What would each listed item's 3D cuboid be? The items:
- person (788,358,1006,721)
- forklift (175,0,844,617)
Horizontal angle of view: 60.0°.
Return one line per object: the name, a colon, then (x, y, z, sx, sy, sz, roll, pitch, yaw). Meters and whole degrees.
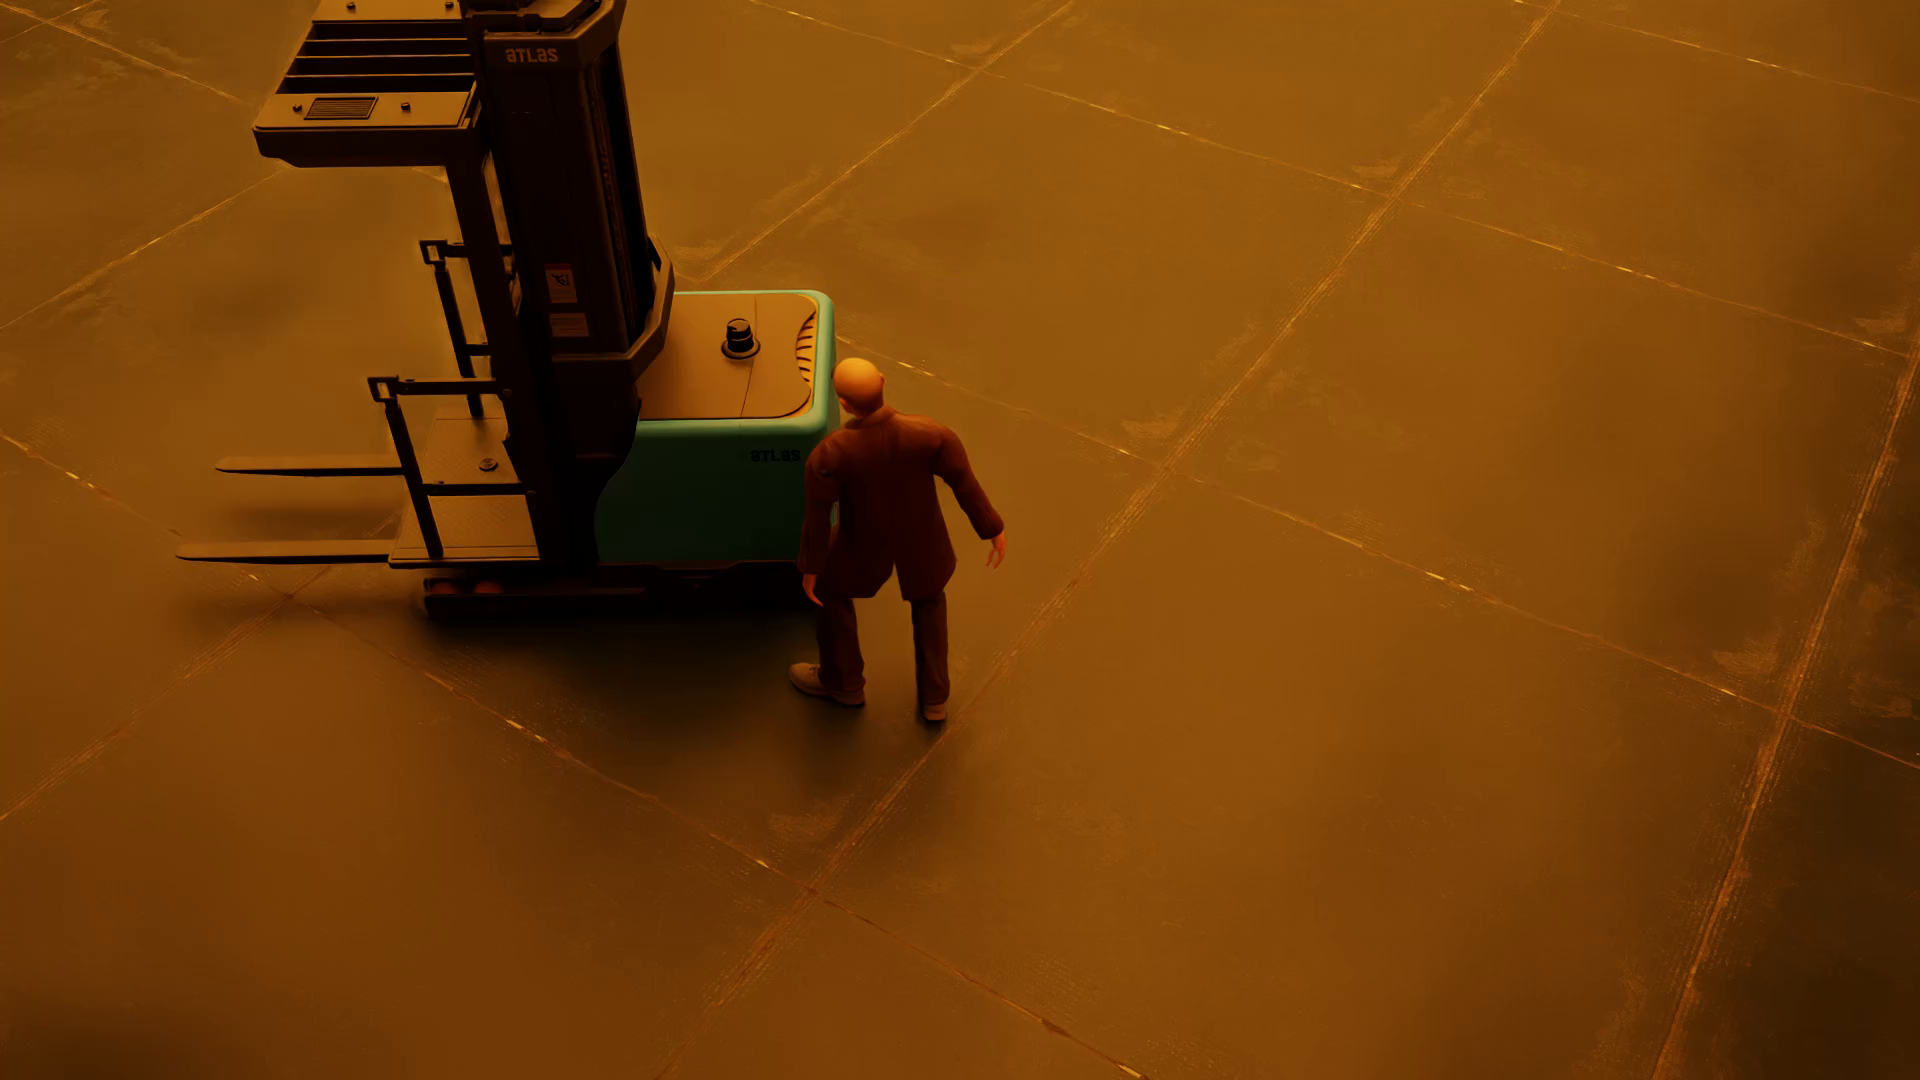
person: (-0.281, 0.027, 6.730, 0.932, 1.749, 0.529, -4, 44, -5)
forklift: (-2.073, -1.083, 6.991, 3.031, 2.935, 1.130, -1, 43, -1)
